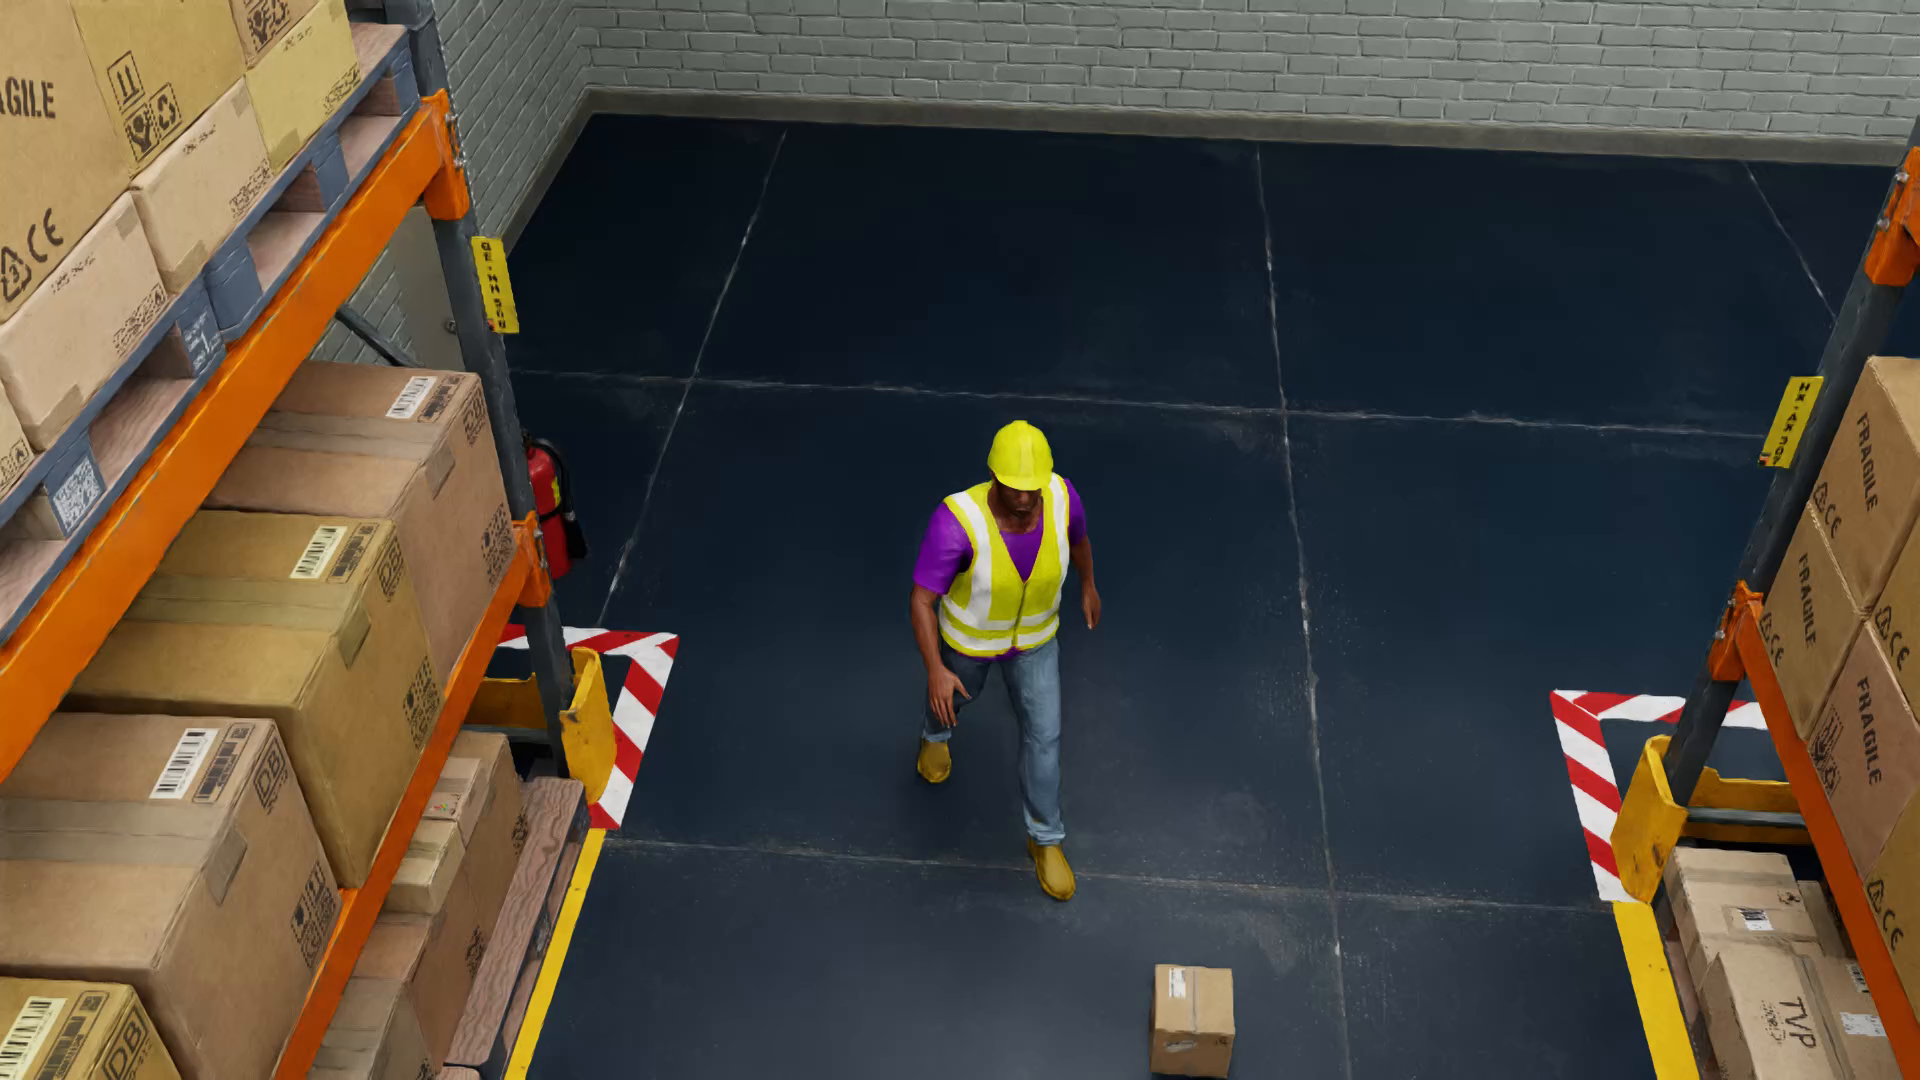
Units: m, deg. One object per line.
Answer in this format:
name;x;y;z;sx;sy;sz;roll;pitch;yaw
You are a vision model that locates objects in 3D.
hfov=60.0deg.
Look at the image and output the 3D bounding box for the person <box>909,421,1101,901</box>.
person;0.198;0.348;5.725;0.774;1.725;0.965;-13;41;-15
